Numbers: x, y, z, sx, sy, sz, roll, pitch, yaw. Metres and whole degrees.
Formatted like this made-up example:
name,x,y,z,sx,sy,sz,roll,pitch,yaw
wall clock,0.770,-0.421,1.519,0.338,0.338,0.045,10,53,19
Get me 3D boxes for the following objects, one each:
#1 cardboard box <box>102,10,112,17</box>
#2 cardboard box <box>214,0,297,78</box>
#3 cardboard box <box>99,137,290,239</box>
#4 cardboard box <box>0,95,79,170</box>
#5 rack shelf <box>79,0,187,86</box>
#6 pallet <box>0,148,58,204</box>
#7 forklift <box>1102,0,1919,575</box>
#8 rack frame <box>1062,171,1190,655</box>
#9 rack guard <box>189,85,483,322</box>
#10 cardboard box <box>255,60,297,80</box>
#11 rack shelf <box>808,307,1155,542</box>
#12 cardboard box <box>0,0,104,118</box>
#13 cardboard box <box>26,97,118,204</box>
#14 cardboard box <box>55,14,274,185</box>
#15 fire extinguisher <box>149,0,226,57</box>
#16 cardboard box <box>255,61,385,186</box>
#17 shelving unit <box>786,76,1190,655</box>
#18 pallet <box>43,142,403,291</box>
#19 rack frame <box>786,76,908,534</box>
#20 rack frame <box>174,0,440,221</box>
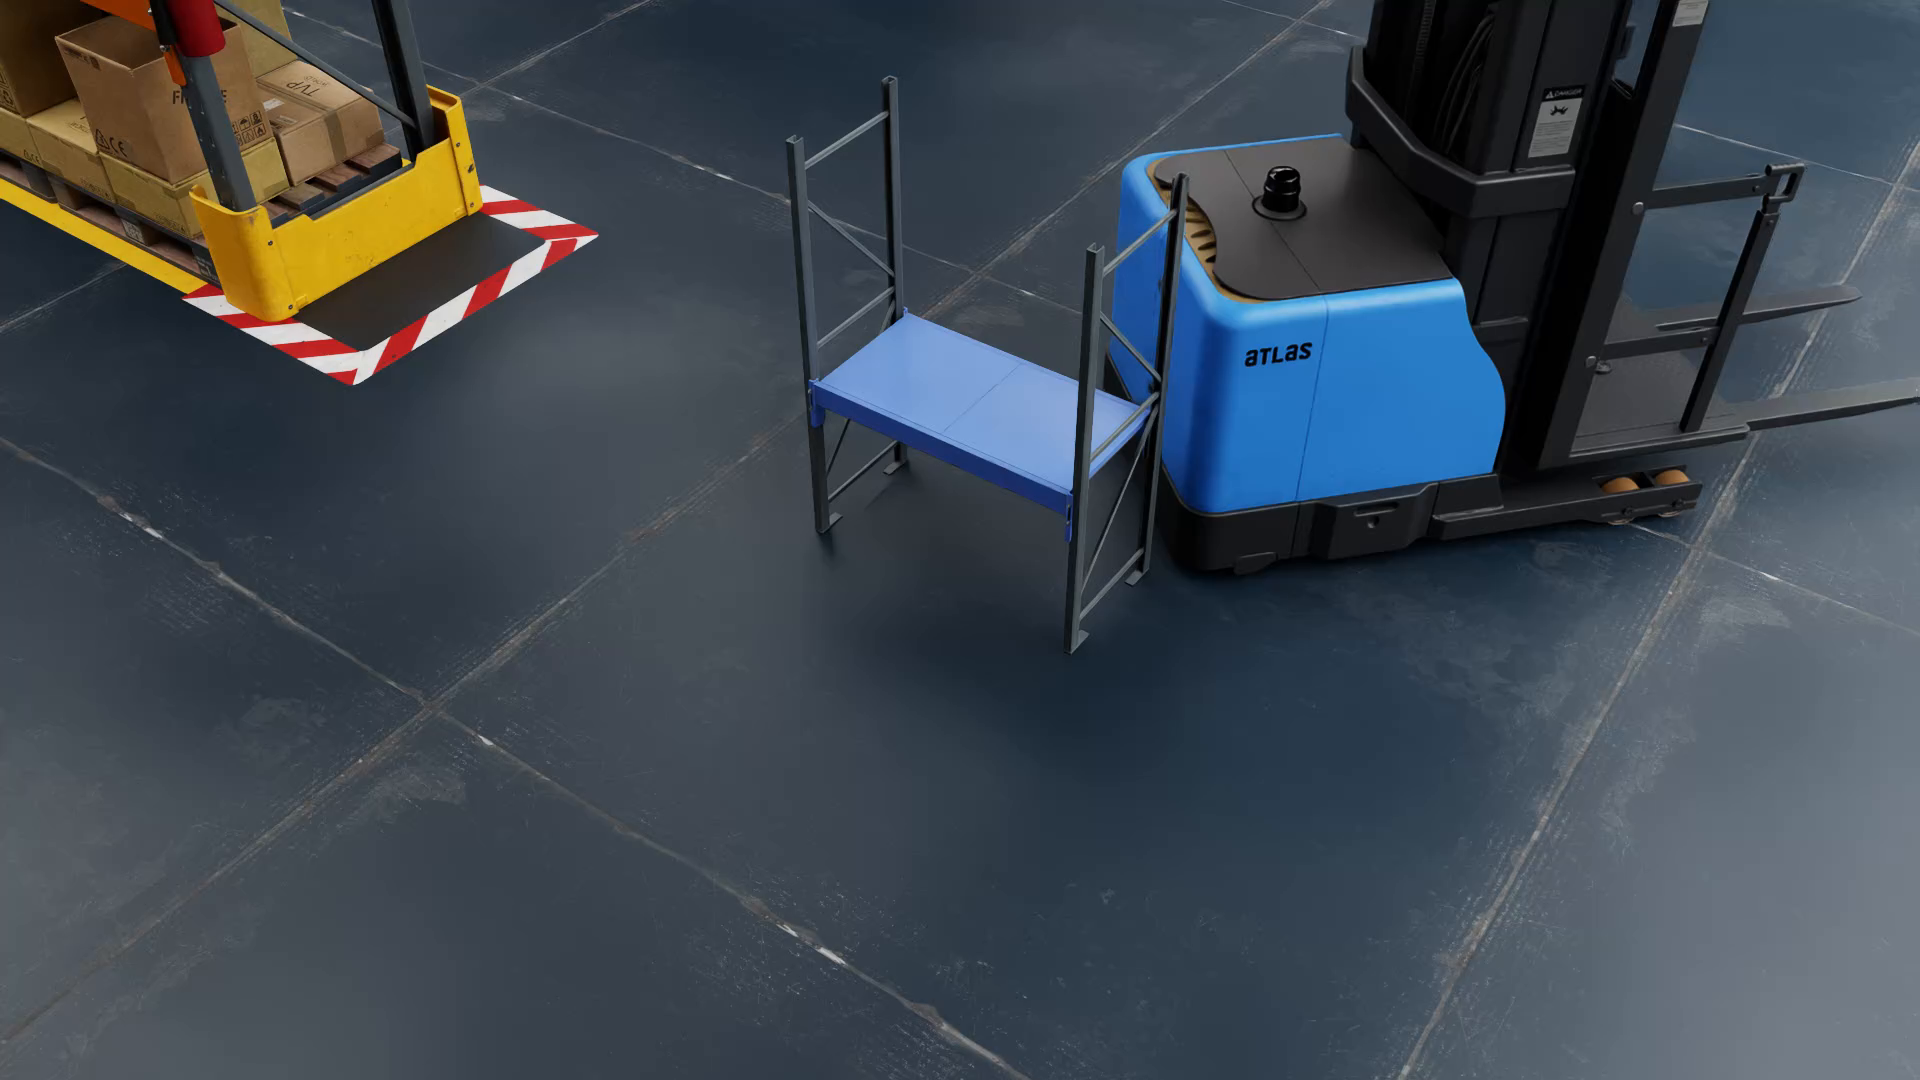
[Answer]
name,x,y,z,sx,sy,sz,roll,pitch,yaw
cardboard box,-3.736,-2.488,7.466,0.500,0.500,0.500,25,48,25
cardboard box,-3.319,-2.304,7.260,0.500,0.500,0.500,25,48,25
cardboard box,-3.206,-1.551,6.981,0.500,0.250,0.500,25,48,25
cardboard box,-4.033,-1.927,7.401,0.500,0.250,0.500,25,48,25
rack shelf,-4.235,-2.873,7.251,4.000,0.370,1.077,25,48,25
pallet,-4.242,-2.074,7.909,1.213,0.211,1.003,25,48,25
forklift,2.102,-1.482,5.208,3.031,2.935,1.130,-8,42,-9
rack frame,0.486,-0.332,4.996,0.032,1.500,0.500,25,48,25
rack guard,-2.578,-1.435,6.979,0.348,0.500,1.175,25,48,25
cardboard box,-3.320,-2.023,7.509,0.500,0.250,0.500,25,48,25
rack shelf,0.070,-0.392,5.333,1.000,0.185,0.538,25,48,25
cardboard box,-4.035,-2.204,7.149,0.500,0.500,0.500,25,48,25
cardboard box,-3.623,-1.736,7.188,0.500,0.250,0.500,25,48,25
cardboard box,-3.208,-1.830,6.730,0.500,0.500,0.500,25,48,25
fire extinguisher,-2.768,-2.048,5.847,0.183,0.674,0.296,25,48,25
cardboard box,-2.909,-1.834,7.297,0.500,0.250,0.500,25,48,25
shelving unit,0.070,-0.526,5.213,1.048,1.500,0.538,25,48,25
pallet,-3.248,-1.606,7.387,1.213,0.211,1.003,25,48,25
rack frame,-0.346,-0.721,5.431,0.032,1.500,0.500,25,48,25
rack frame,-2.598,-2.375,6.155,0.127,3.000,1.000,25,48,25
